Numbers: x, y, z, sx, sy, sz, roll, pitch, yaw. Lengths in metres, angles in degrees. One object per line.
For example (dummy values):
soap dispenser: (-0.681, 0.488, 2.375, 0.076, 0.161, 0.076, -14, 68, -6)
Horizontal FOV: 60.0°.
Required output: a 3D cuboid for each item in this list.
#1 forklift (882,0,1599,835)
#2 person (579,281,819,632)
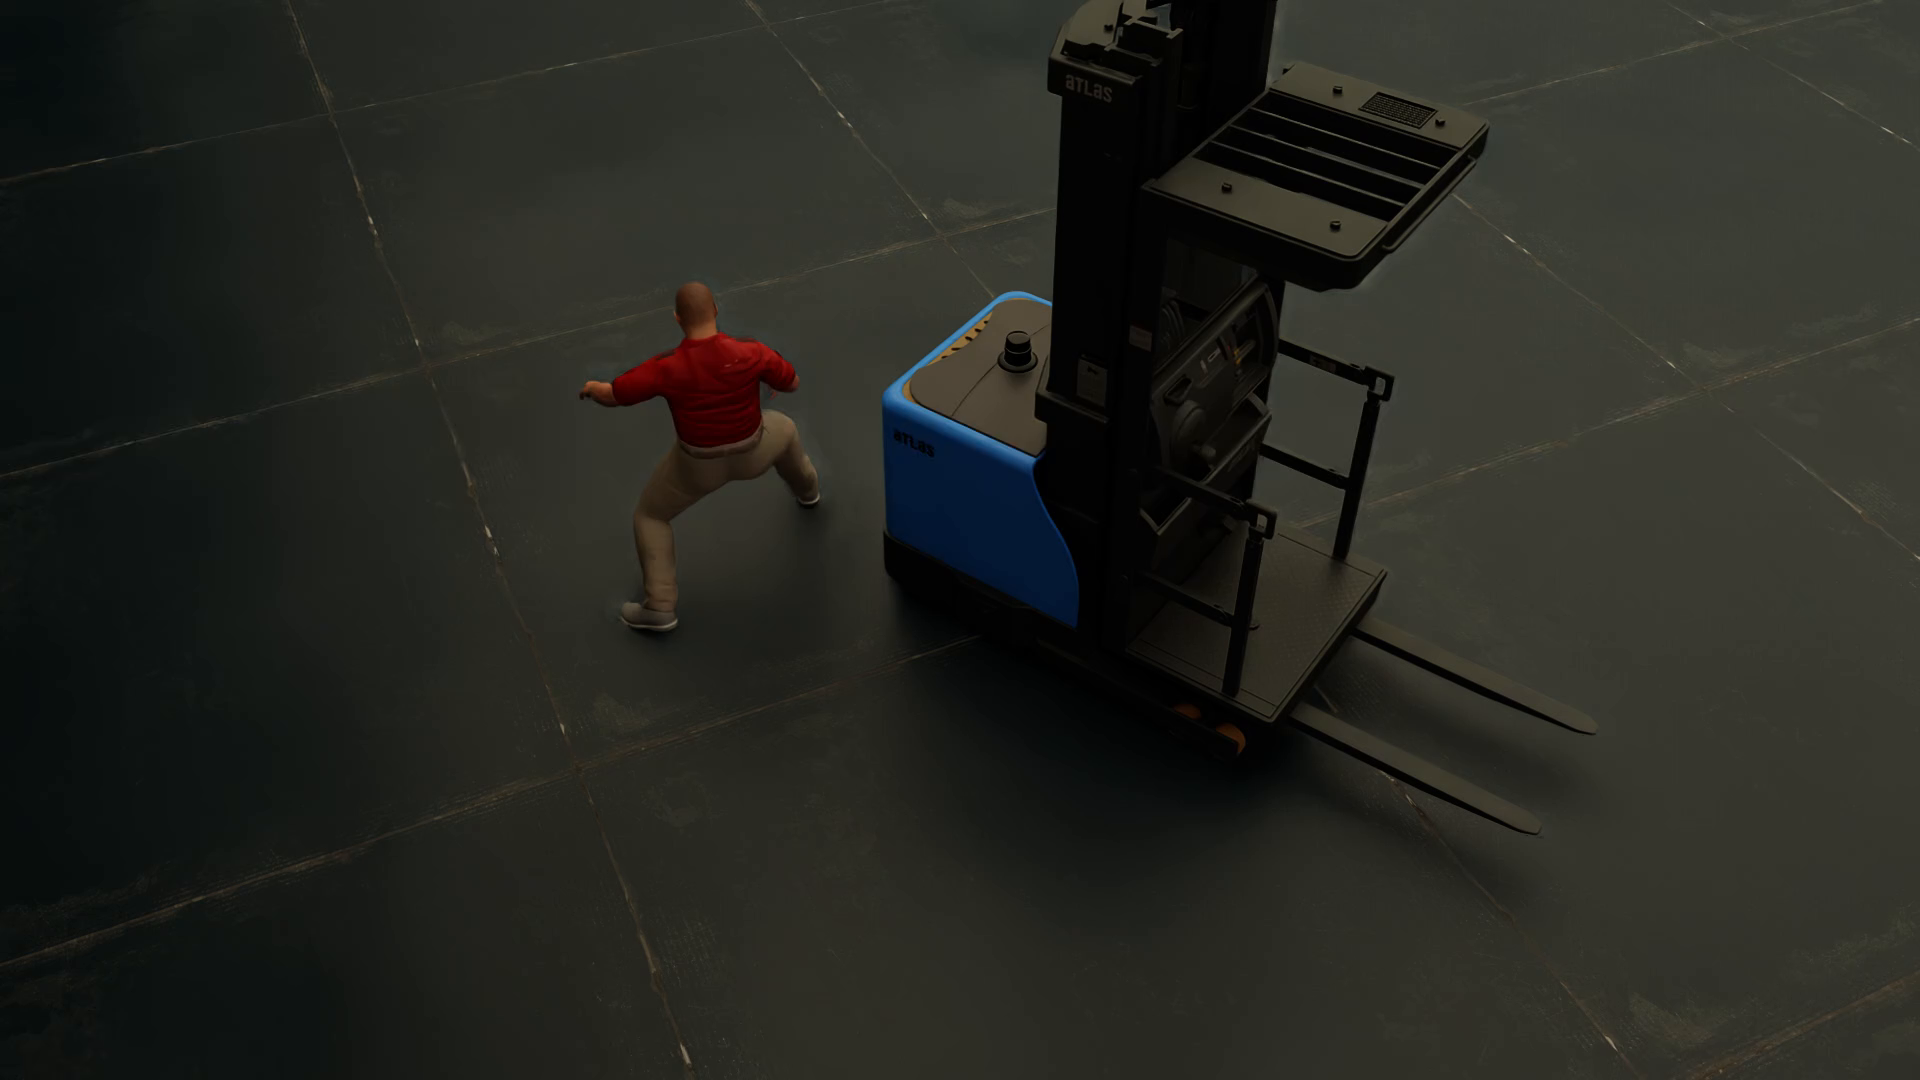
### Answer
forklift: (1.151, -0.577, 6.298, 3.031, 2.935, 1.130, 26, 49, 25)
person: (-1.103, -0.501, 7.261, 1.046, 1.573, 0.986, -11, 44, -12)
